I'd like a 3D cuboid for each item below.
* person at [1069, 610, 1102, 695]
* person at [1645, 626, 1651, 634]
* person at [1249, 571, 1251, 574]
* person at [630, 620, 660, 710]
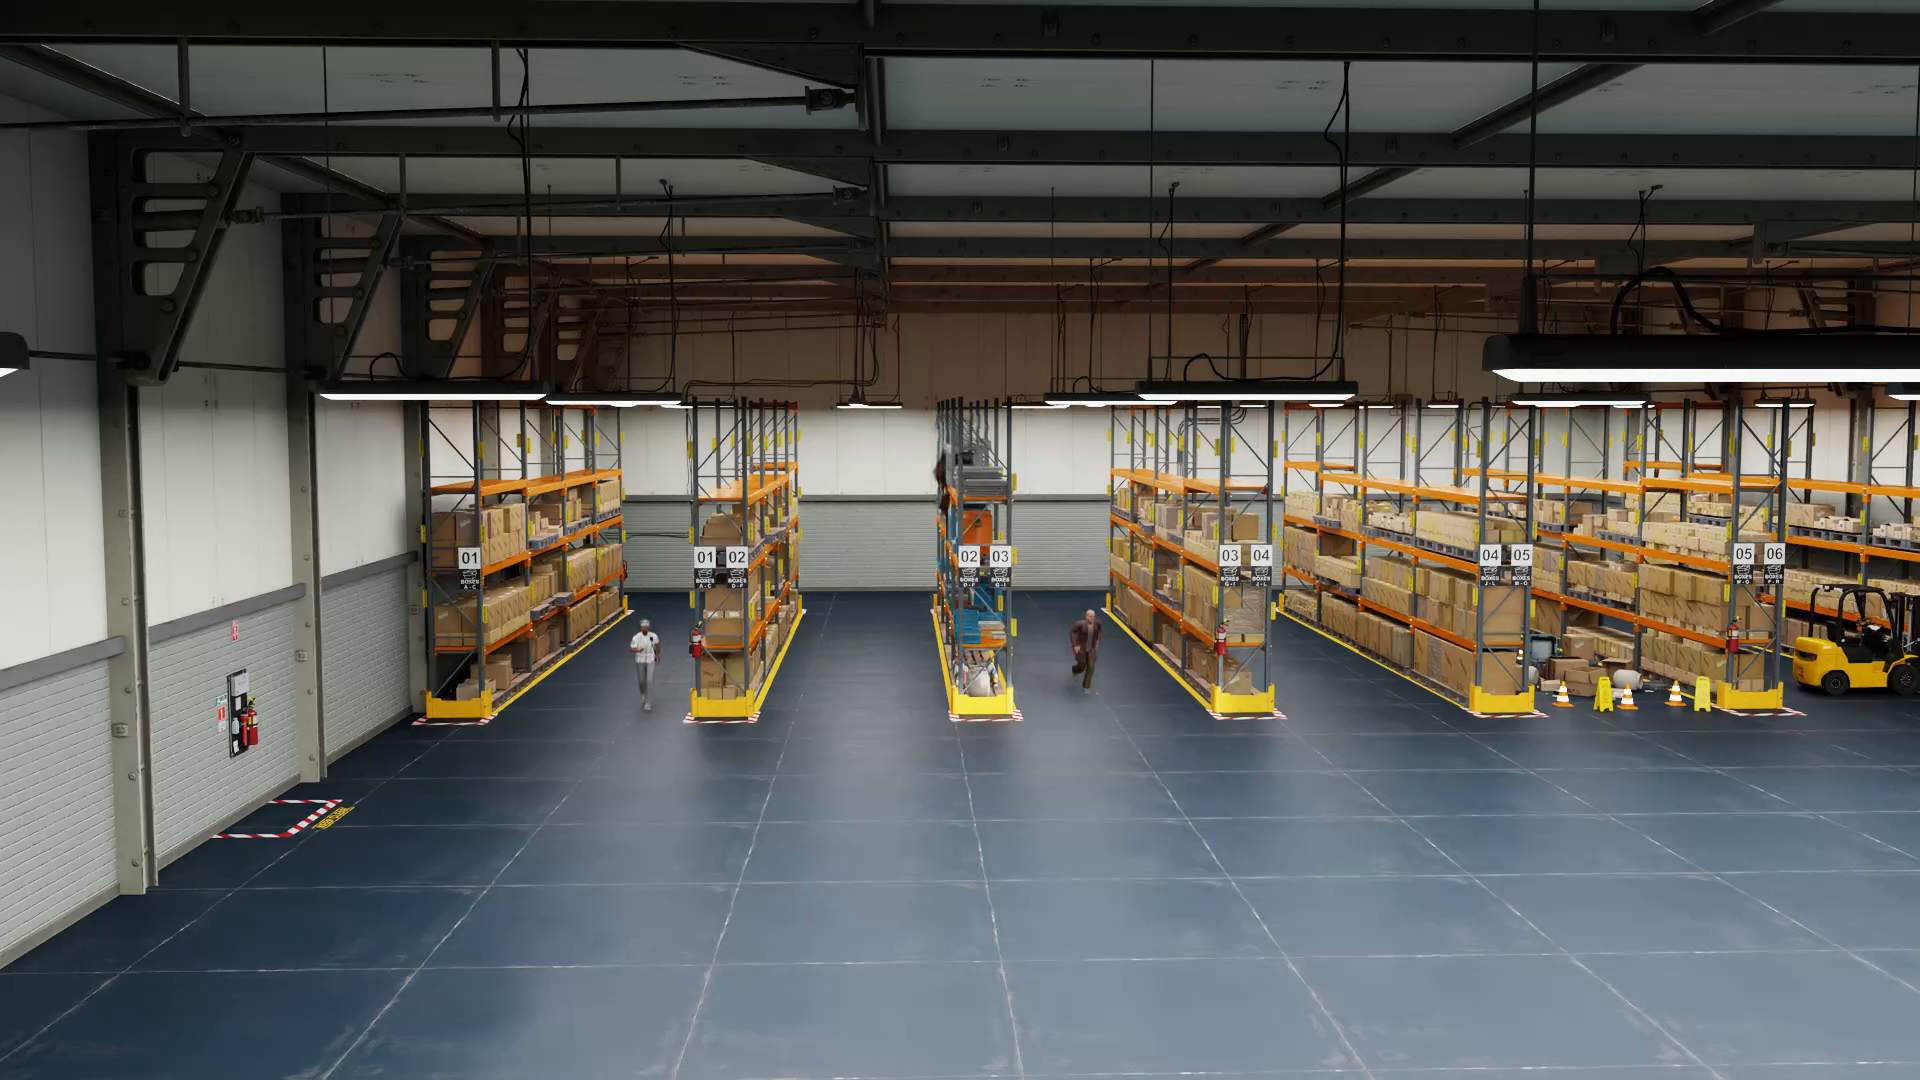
[{"bbox_3d":[2.536,2.260,34.093,0.716,1.733,0.937,-2,5,-23],"label":"person"},{"bbox_3d":[16.509,1.880,39.539,0.589,1.607,0.670,0,4,0],"label":"person"},{"bbox_3d":[8.226,1.323,45.570,0.688,1.851,0.874,0,4,3],"label":"person"},{"bbox_3d":[-6.085,2.369,32.169,0.566,1.699,0.929,-1,4,-9],"label":"person"}]
